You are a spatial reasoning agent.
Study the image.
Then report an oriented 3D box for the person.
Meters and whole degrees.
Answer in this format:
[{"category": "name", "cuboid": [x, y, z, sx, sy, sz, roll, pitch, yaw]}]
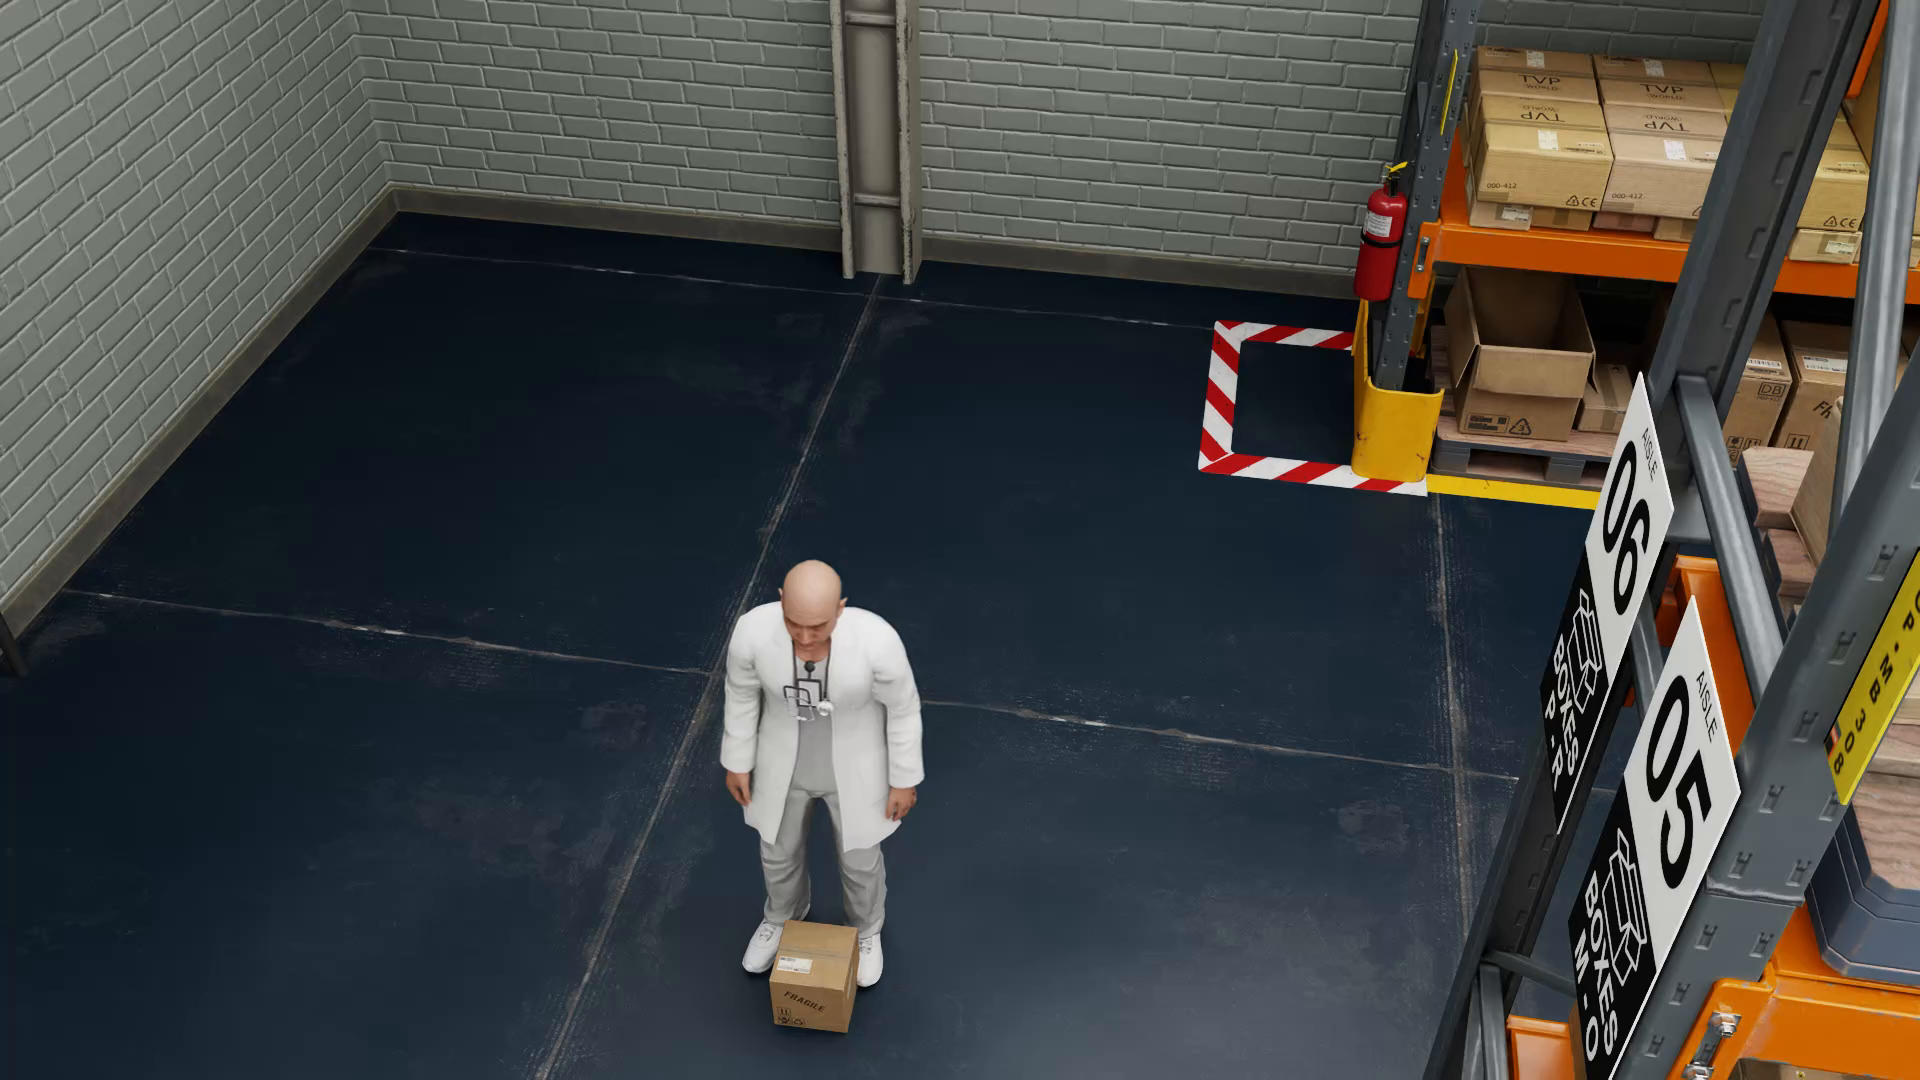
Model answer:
[{"category": "person", "cuboid": [-0.437, 0.728, 5.301, 0.656, 1.774, 0.416, 5, 40, 6]}]
